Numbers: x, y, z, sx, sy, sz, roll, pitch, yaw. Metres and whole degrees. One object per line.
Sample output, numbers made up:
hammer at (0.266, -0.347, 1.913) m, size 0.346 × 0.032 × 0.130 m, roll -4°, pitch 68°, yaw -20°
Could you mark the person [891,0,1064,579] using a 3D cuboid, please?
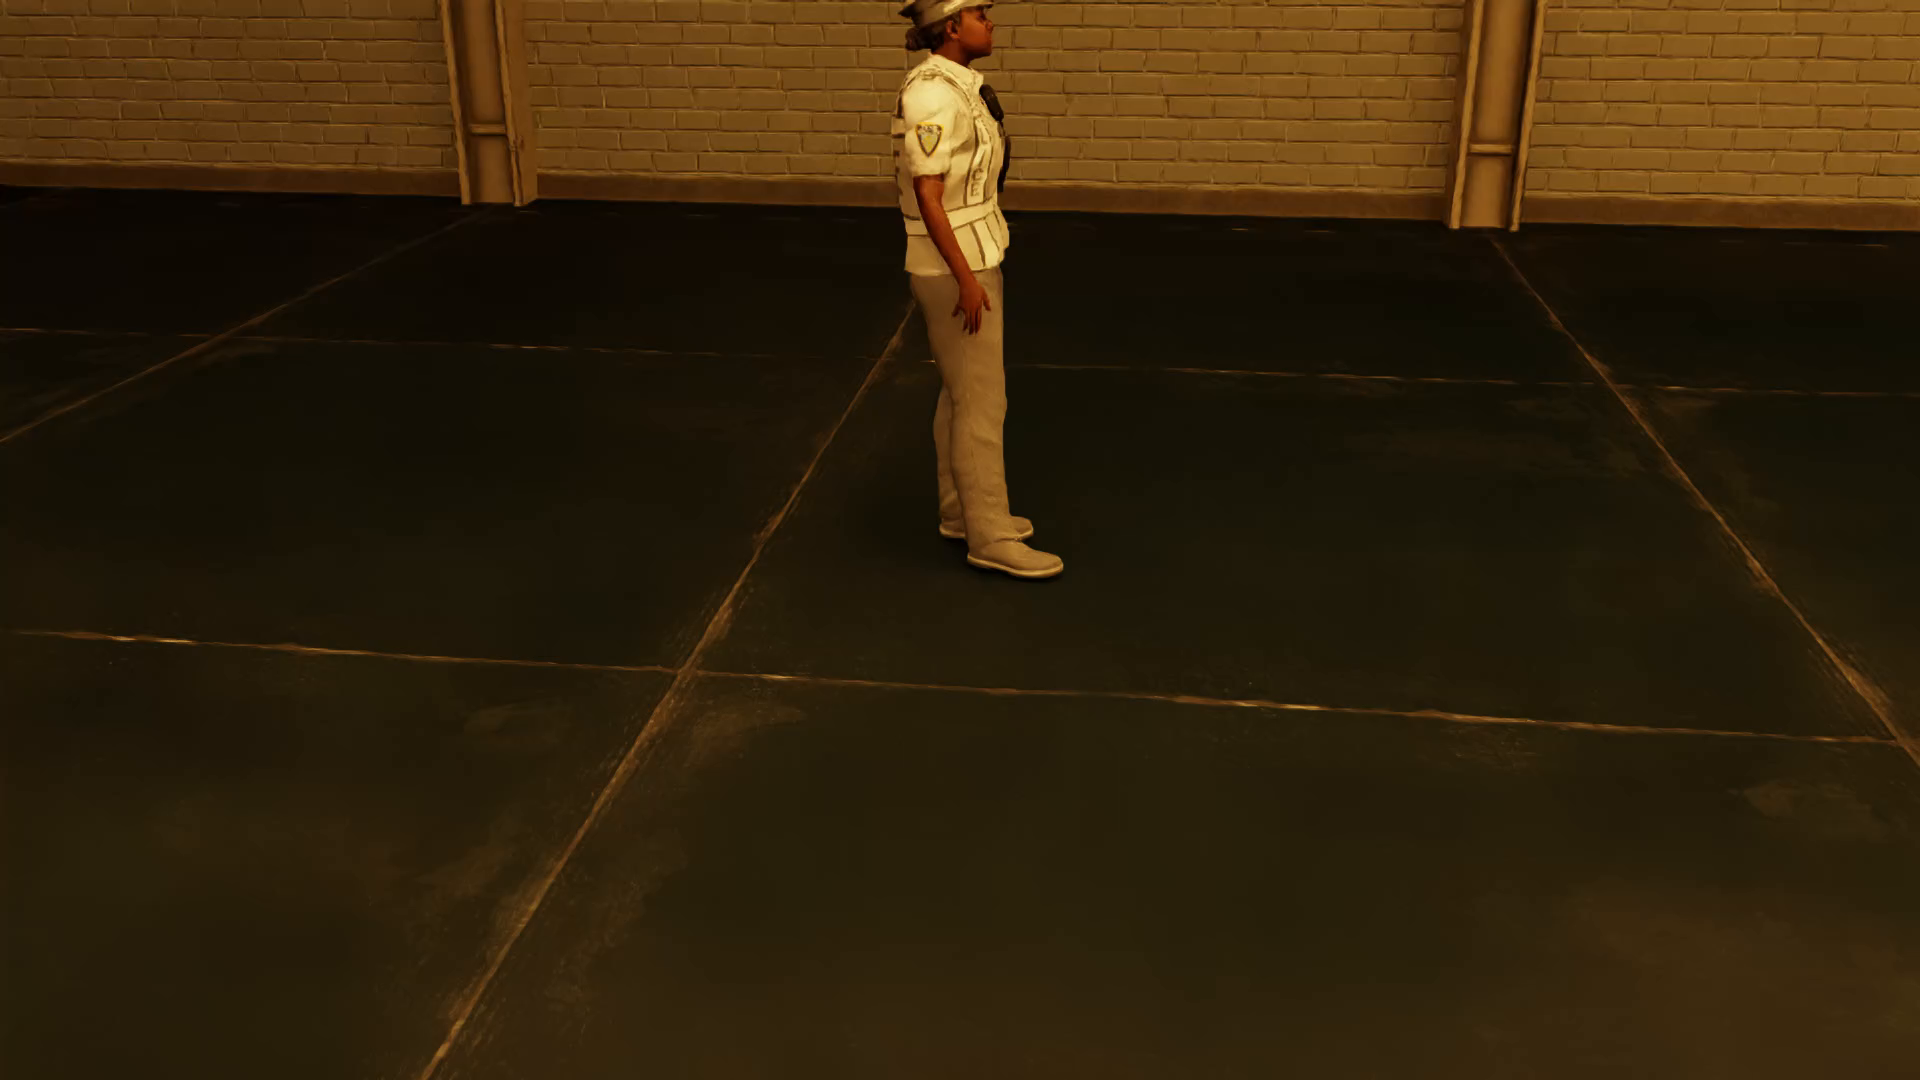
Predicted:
person at (0.072, -0.782, 4.830) m, size 0.529 × 1.695 × 0.568 m, roll 3°, pitch 22°, yaw 7°
